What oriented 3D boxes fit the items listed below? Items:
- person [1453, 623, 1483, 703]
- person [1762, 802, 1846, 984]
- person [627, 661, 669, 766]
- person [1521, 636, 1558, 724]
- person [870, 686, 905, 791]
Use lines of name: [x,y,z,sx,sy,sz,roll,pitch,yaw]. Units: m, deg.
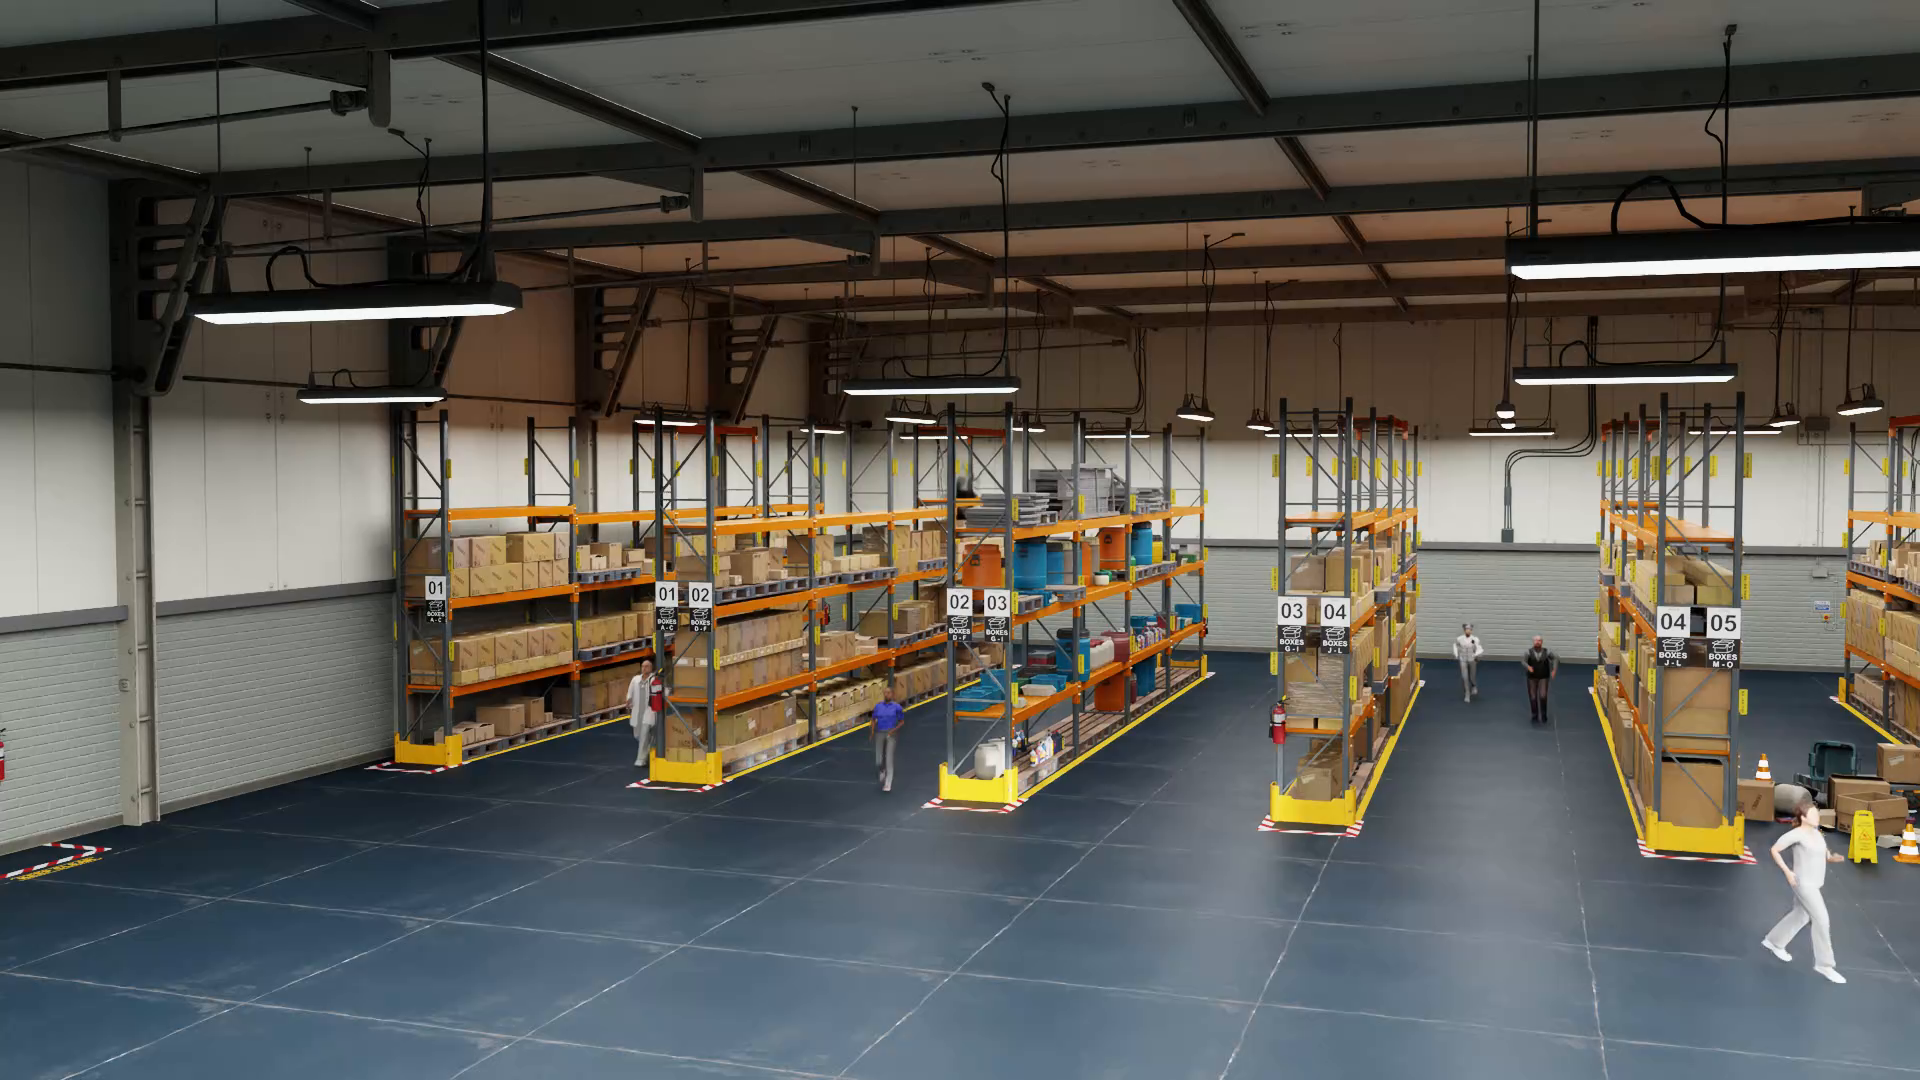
person: [10.960,2.632,35.916,0.625,1.704,0.839,1,3,19]
person: [8.374,3.440,16.473,0.550,1.702,0.879,-2,3,-38]
person: [-5.329,2.915,28.176,0.712,1.737,0.920,0,2,11]
person: [11.373,2.756,32.682,0.685,1.742,0.692,1,3,23]
person: [-1.146,3.092,25.902,0.564,1.589,0.535,0,2,9]
